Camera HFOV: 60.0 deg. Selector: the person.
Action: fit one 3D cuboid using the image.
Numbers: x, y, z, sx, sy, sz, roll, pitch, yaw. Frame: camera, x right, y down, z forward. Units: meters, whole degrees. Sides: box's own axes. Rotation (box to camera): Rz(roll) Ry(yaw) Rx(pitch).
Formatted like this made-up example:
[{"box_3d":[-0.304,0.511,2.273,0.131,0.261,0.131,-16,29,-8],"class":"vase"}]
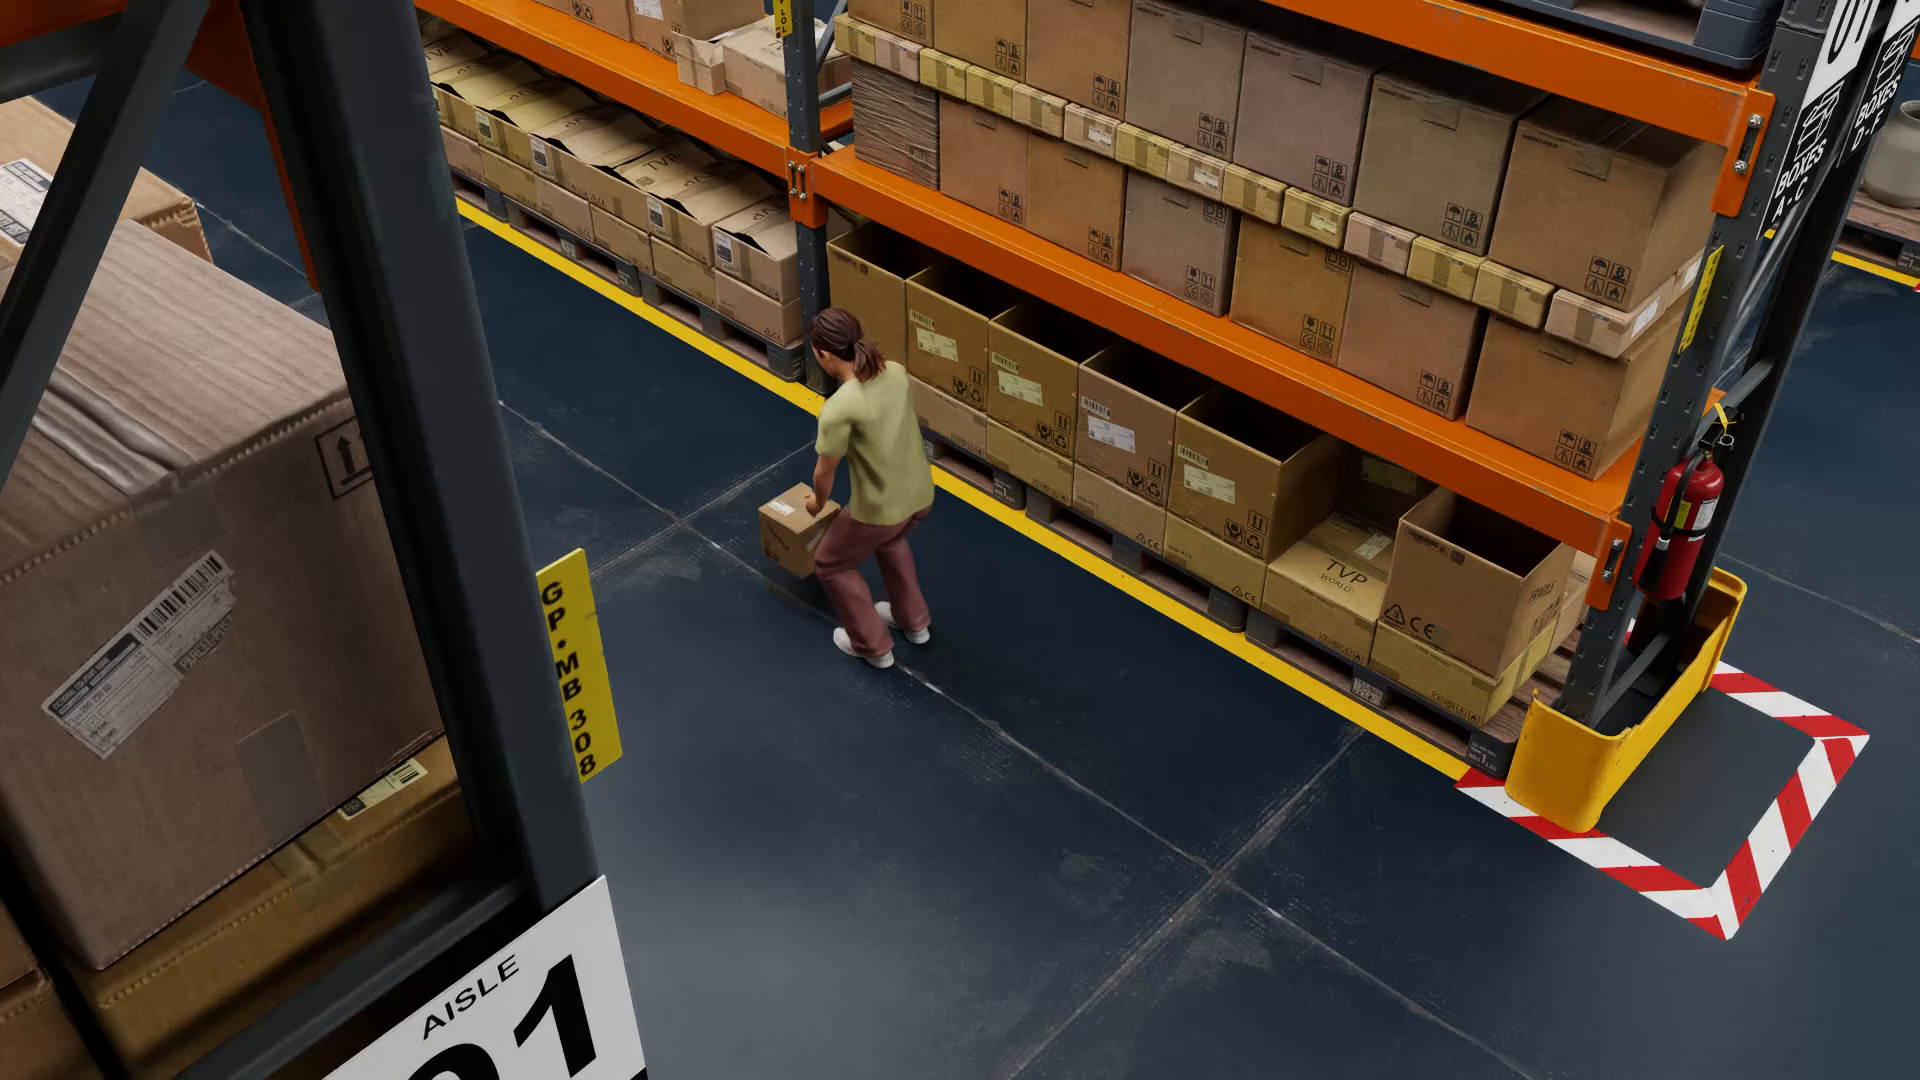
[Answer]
[{"box_3d":[-0.362,-0.177,6.472,0.489,1.556,0.490,32,49,32],"class":"person"}]
